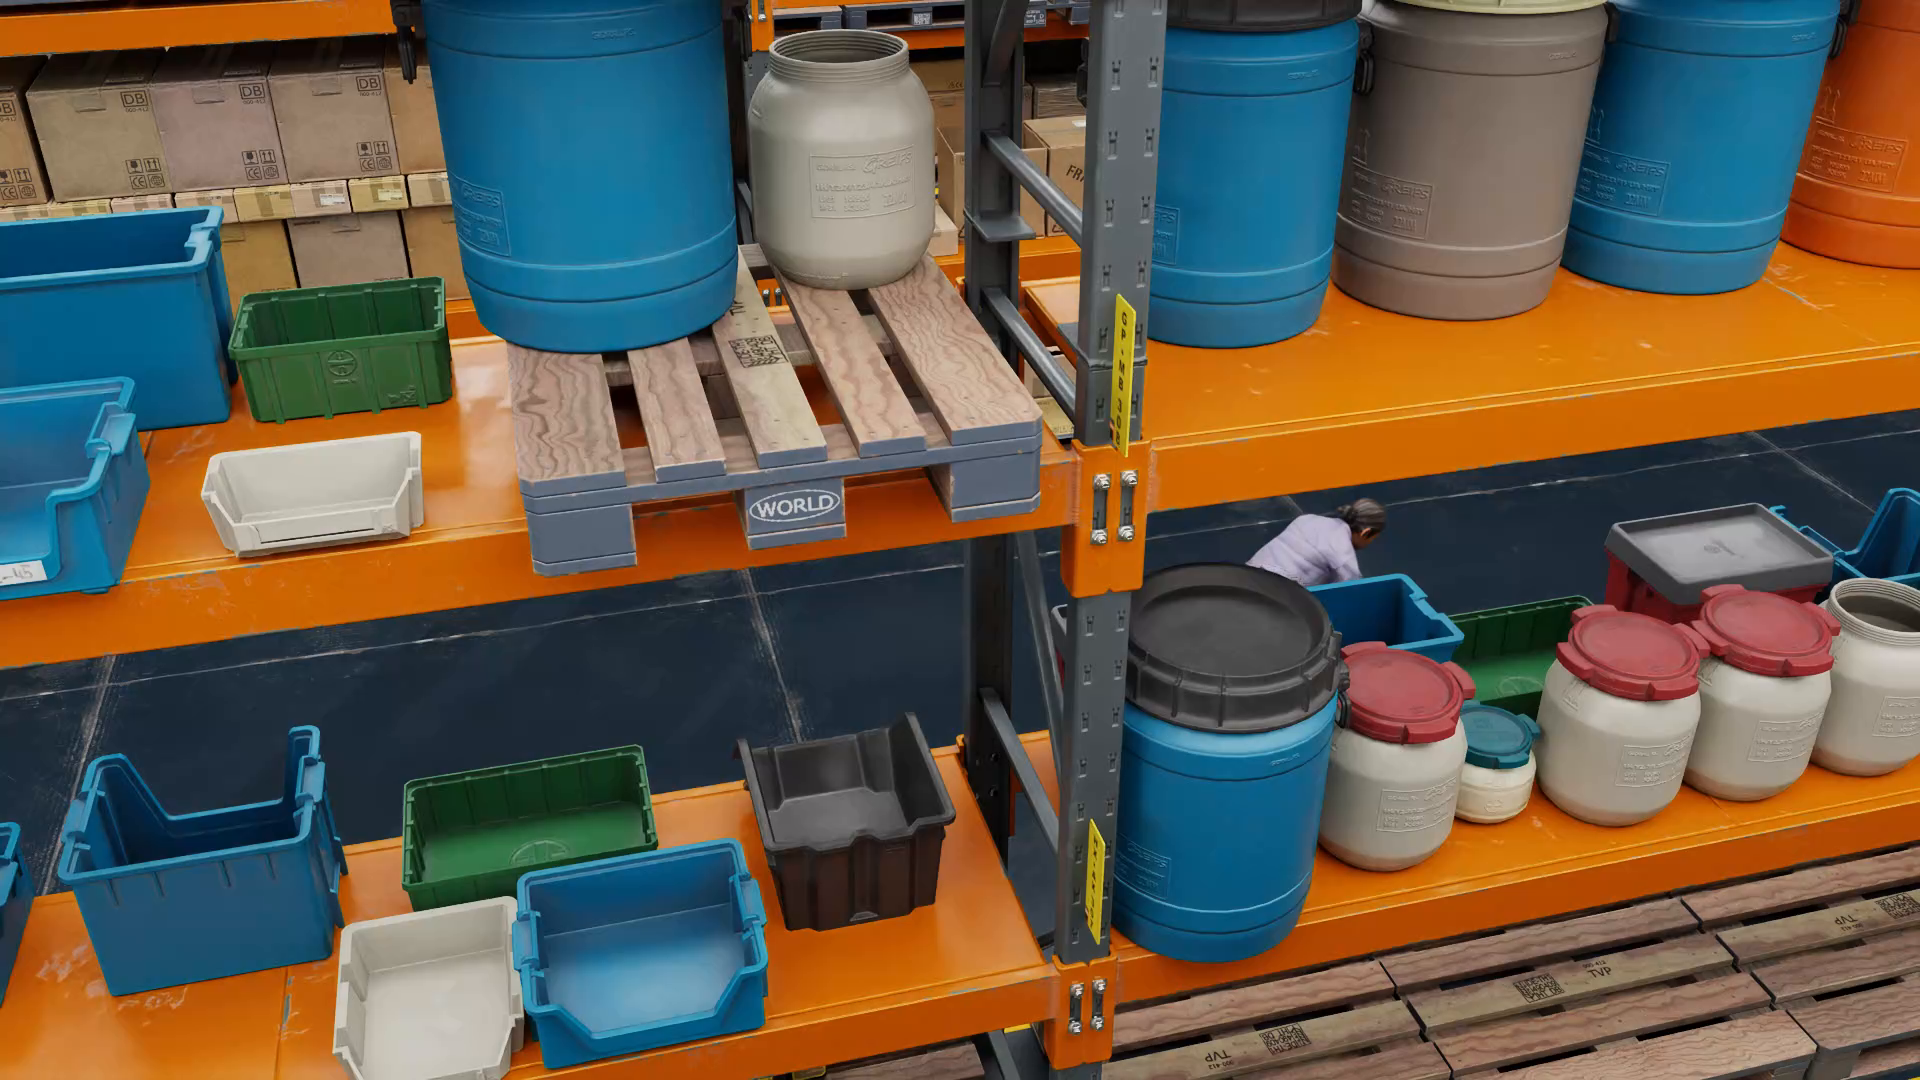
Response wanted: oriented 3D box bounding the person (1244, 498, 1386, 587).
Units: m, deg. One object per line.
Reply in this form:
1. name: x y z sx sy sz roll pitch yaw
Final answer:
1. person: 1.497 0.294 7.360 0.861 0.938 0.509 -9 32 -14
